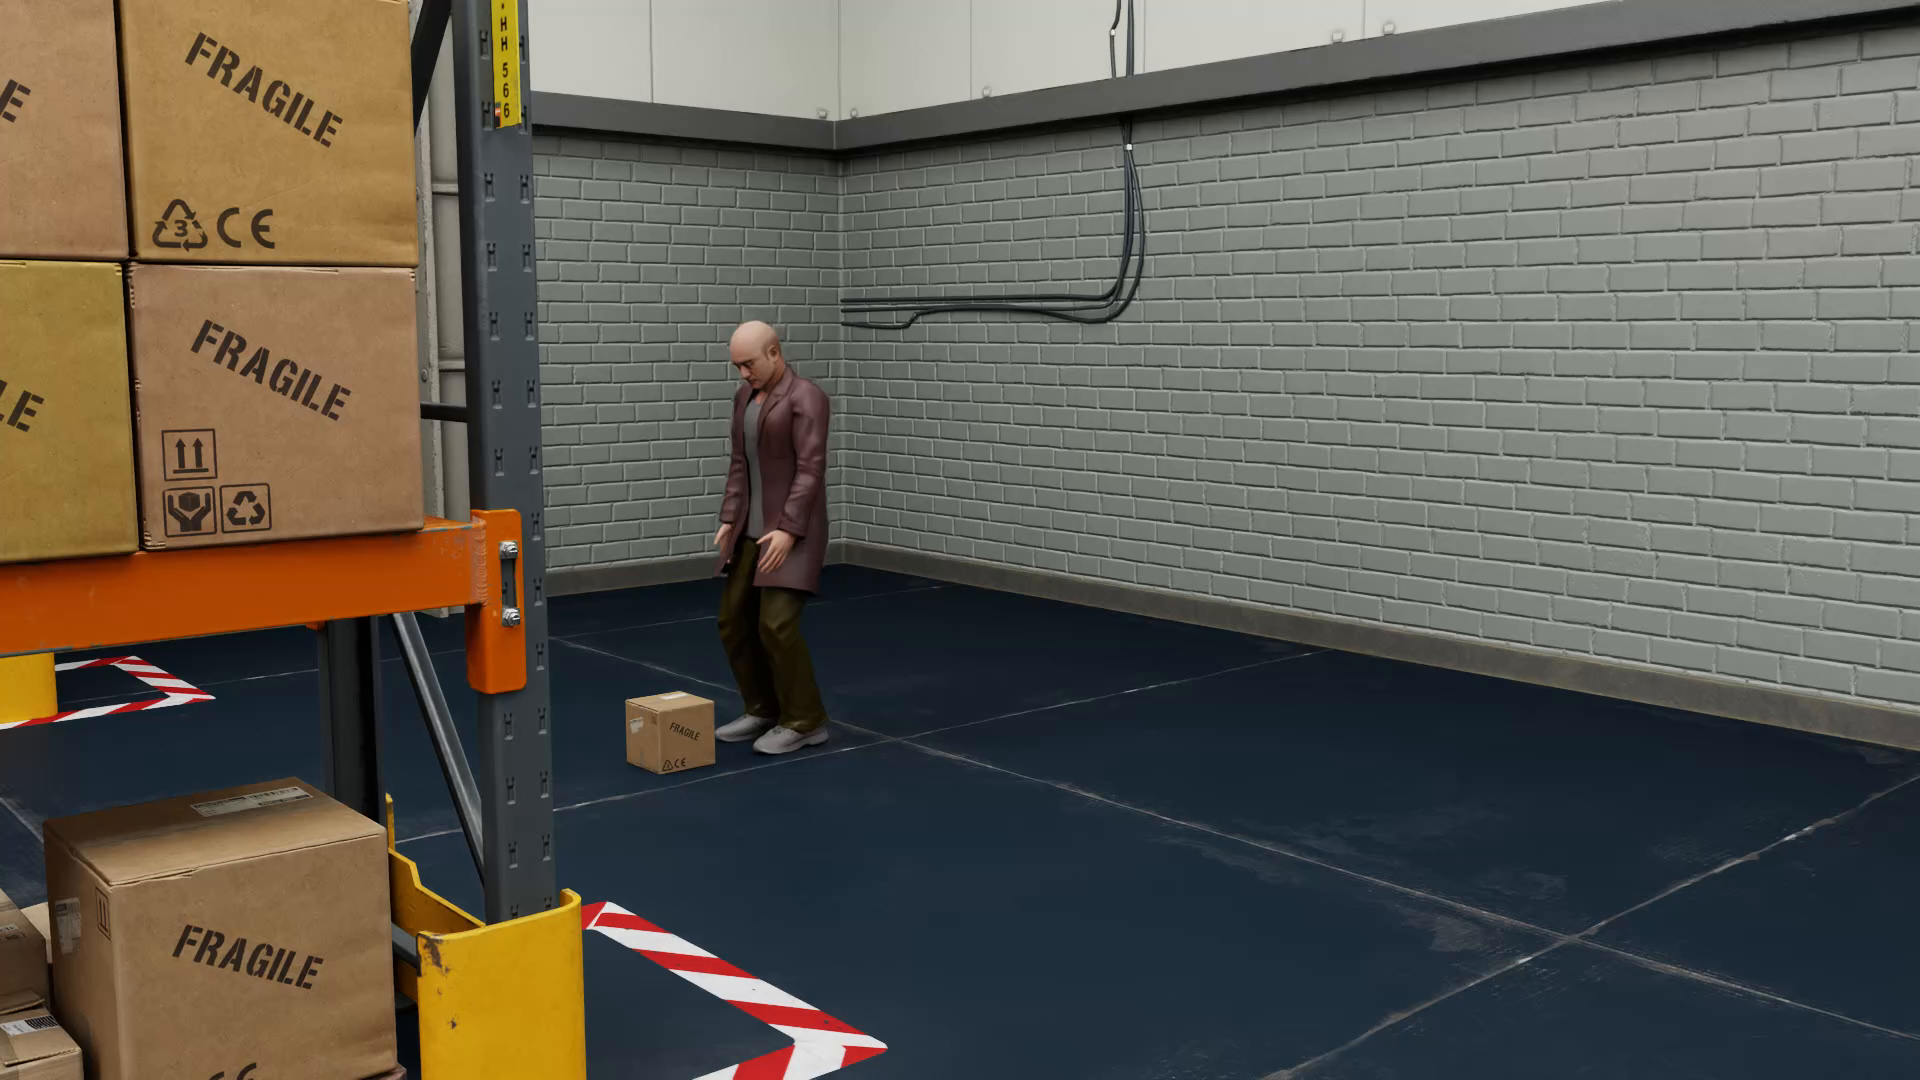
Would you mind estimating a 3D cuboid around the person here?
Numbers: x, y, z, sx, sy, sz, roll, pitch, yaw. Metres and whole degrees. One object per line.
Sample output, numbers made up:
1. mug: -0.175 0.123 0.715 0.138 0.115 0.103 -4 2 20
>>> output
1. person: -0.748 -0.012 6.707 0.432 1.718 0.591 -6 9 -39
